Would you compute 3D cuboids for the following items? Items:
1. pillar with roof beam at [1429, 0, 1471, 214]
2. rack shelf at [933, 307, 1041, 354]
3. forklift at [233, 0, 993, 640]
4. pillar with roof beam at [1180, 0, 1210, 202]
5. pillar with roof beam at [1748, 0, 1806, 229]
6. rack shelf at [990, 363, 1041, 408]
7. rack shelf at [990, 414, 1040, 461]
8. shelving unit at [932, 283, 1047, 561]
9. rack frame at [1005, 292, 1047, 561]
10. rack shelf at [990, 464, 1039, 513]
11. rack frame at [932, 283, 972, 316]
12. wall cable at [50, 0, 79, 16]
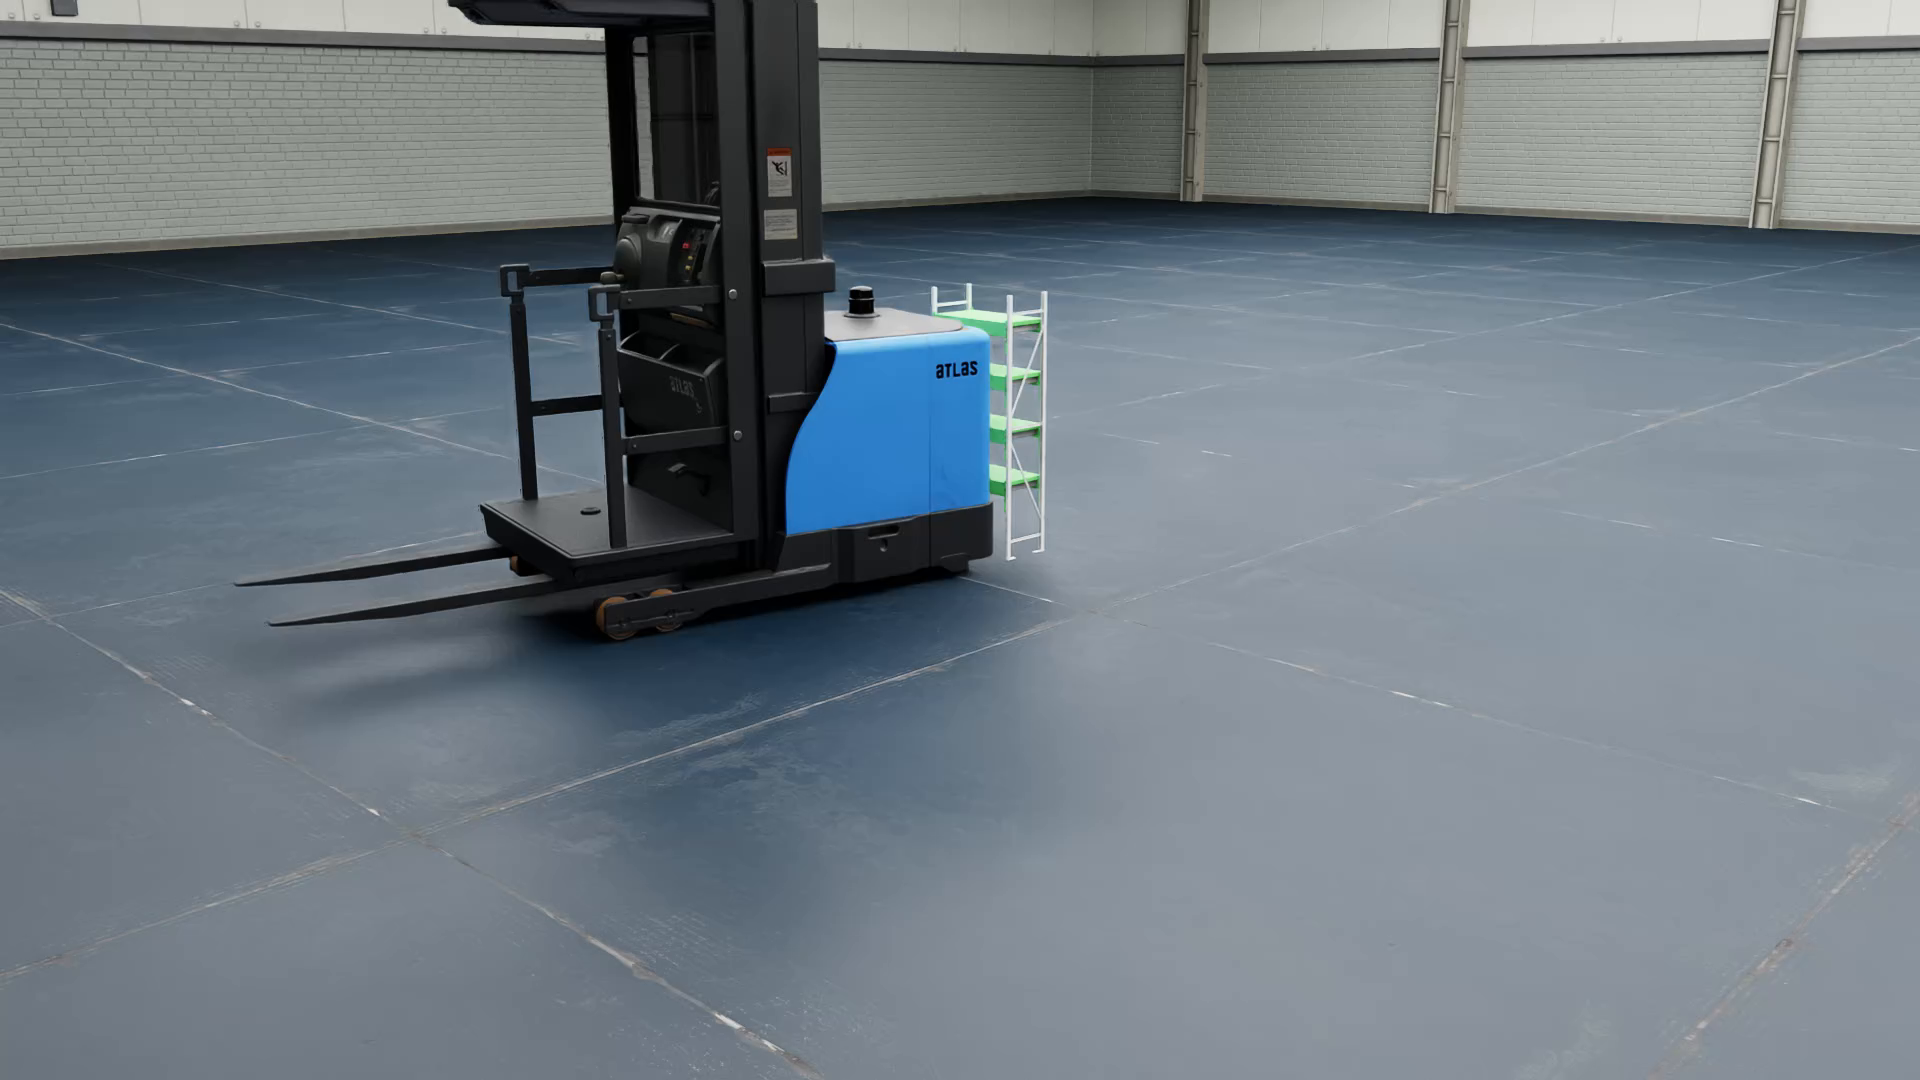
[{"bbox_3d":[6.400,-9.949,28.267,0.400,9.000,9.100,14,20,42],"label":"pillar with roof beam"},{"bbox_3d":[0.130,-0.956,7.569,0.258,0.148,0.480,-13,20,-42],"label":"rack shelf"},{"bbox_3d":[-1.366,-1.182,6.657,3.031,2.935,1.130,-9,17,-32],"label":"forklift"},{"bbox_3d":[2.080,-10.999,32.297,0.400,9.000,9.100,14,20,42],"label":"pillar with roof beam"},{"bbox_3d":[10.719,-8.899,24.237,0.400,9.000,9.100,14,20,42],"label":"pillar with roof beam"},{"bbox_3d":[0.130,-0.723,7.630,0.258,0.148,0.480,-13,20,-42],"label":"rack shelf"},{"bbox_3d":[0.130,-0.491,7.691,0.258,0.148,0.480,-13,20,-42],"label":"rack shelf"},{"bbox_3d":[0.130,-0.553,7.674,0.258,1.200,0.503,-13,20,-42],"label":"shelving unit"},{"bbox_3d":[0.298,-0.508,7.503,0.240,1.200,0.015,-13,20,-42],"label":"rack frame"},{"bbox_3d":[0.130,-0.259,7.751,0.258,0.148,0.480,-13,20,-42],"label":"rack shelf"},{"bbox_3d":[-0.038,-0.598,7.846,0.240,1.200,0.015,-13,20,-42],"label":"rack frame"},{"bbox_3d":[-11.398,-10.184,22.427,0.169,6.003,2.305,14,20,42],"label":"wall cable"}]
